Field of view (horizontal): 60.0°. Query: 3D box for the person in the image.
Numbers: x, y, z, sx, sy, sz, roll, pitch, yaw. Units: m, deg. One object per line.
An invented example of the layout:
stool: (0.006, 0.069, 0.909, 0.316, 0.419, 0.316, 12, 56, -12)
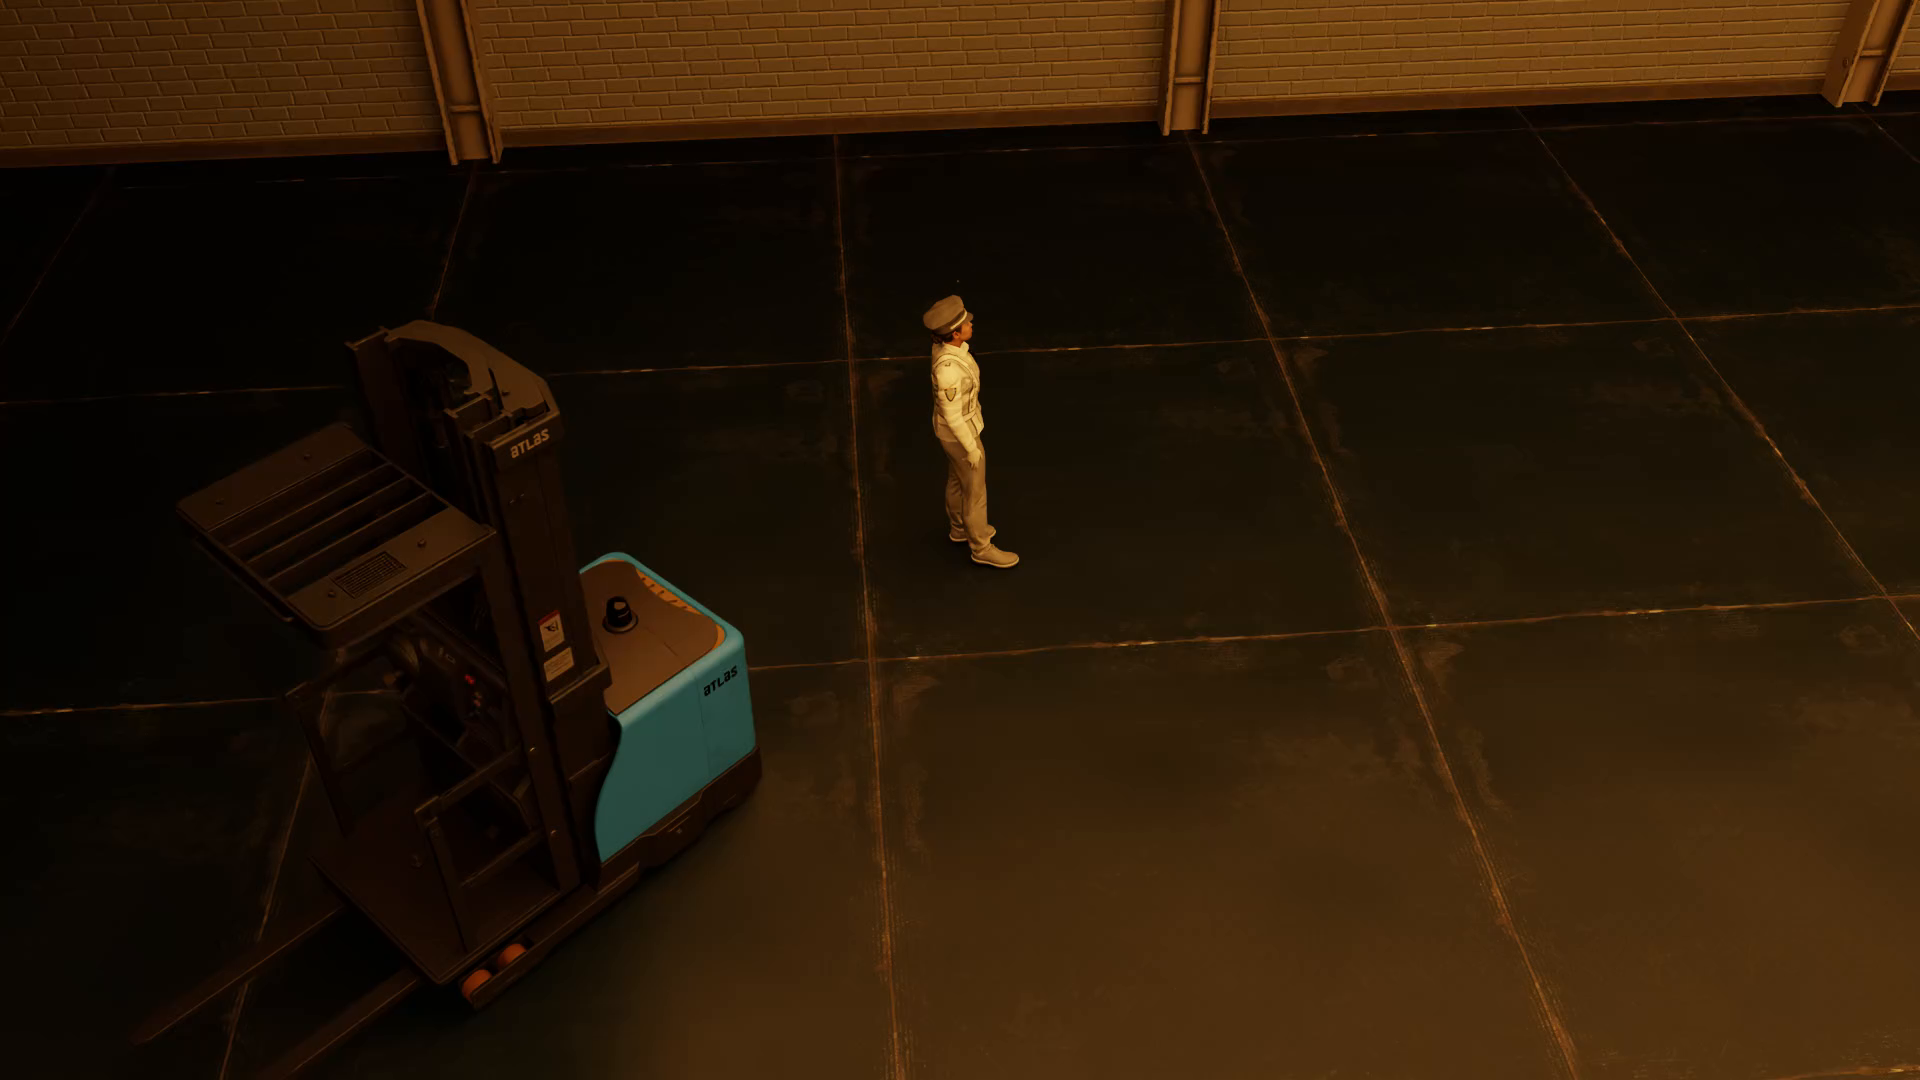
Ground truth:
person: (0.068, -0.649, 9.637, 0.534, 1.696, 0.587, -3, 41, -4)

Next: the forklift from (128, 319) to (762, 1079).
forklift: (-2.389, 0.658, 7.169, 1.130, 2.935, 3.031, 30, 49, 31)
